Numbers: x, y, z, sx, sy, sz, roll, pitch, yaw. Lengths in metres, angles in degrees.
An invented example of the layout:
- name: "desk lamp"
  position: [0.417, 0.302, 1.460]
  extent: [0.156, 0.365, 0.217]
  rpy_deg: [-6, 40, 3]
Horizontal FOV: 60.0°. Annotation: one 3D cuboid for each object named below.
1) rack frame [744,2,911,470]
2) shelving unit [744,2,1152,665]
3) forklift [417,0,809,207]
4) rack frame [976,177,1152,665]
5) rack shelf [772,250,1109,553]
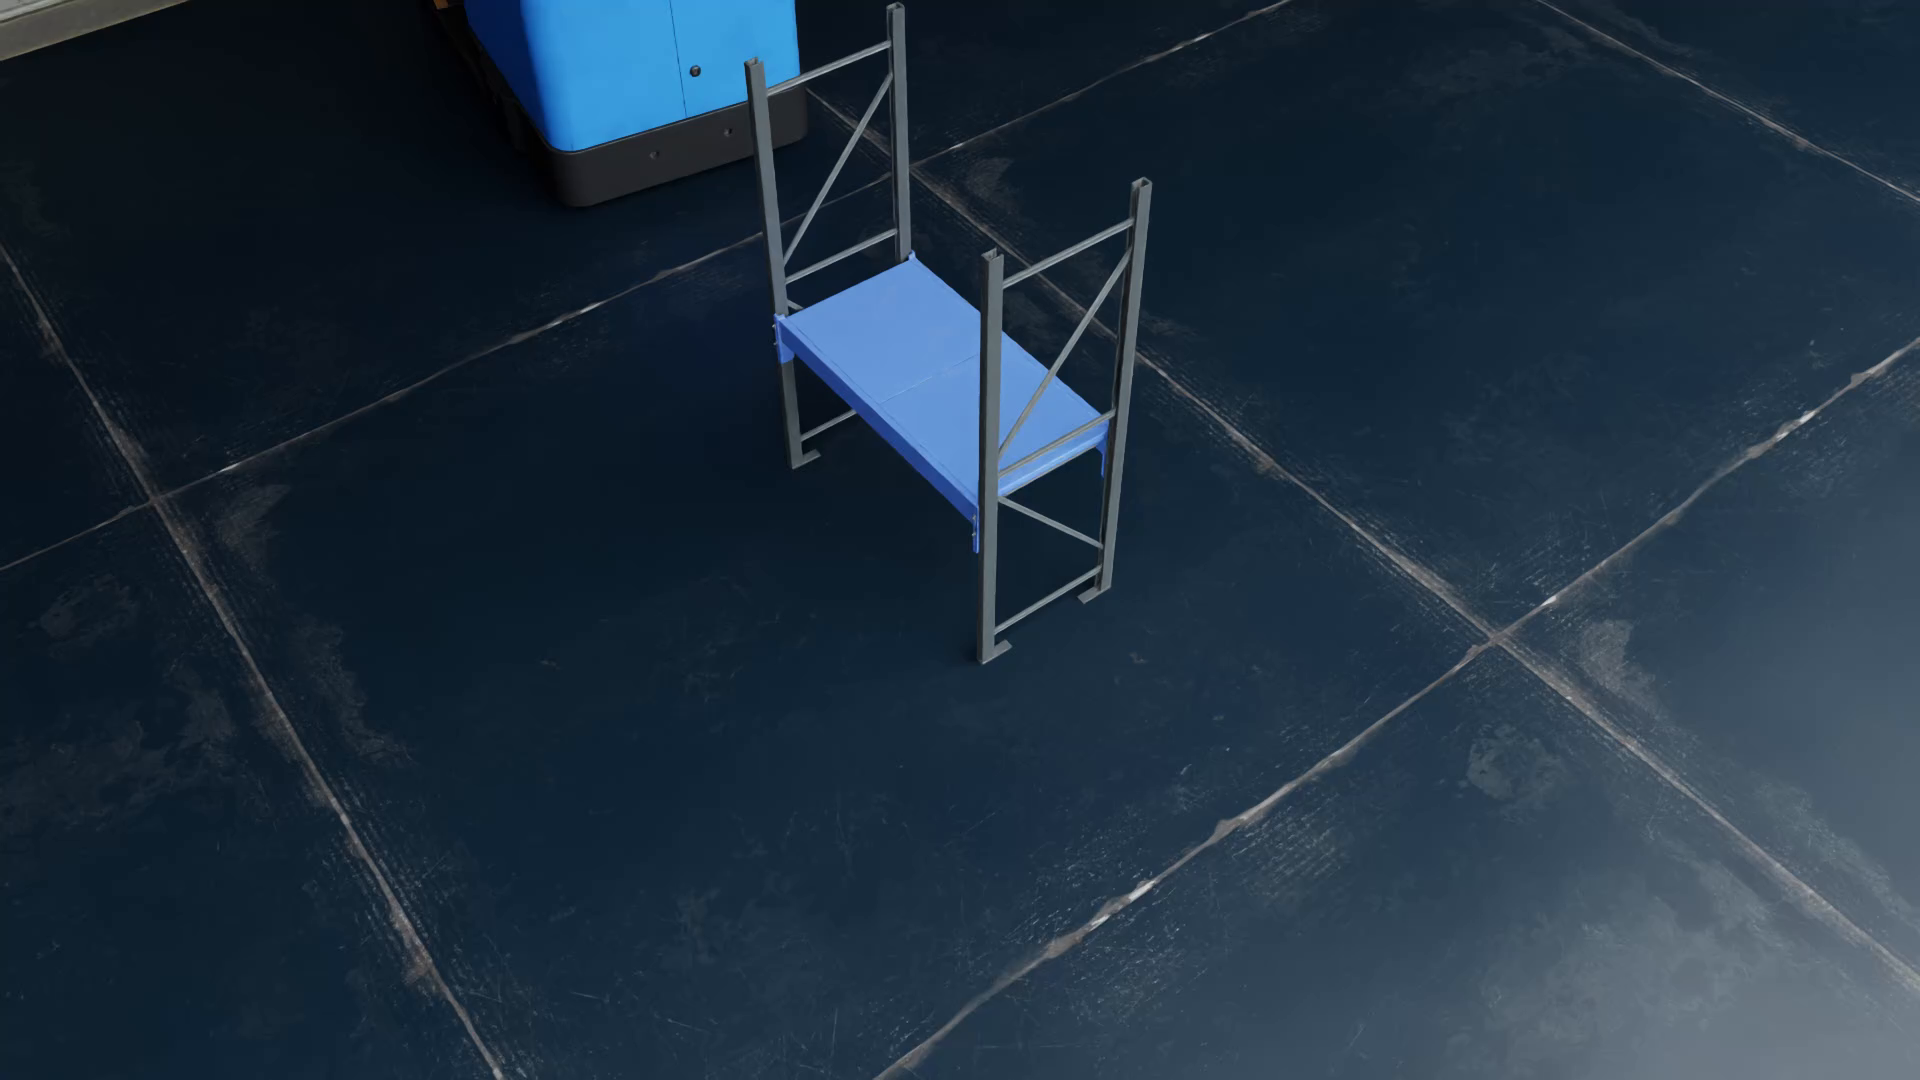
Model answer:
- name: "rack frame"
  position: [-0.359, -0.854, 5.012]
  extent: [0.500, 1.500, 0.032]
  rpy_deg: [-29, 54, -24]
- name: "shelving unit"
  position: [-0.052, -0.554, 4.740]
  extent: [0.538, 1.500, 1.048]
  rpy_deg: [-29, 54, -24]
- name: "forklift"
  position: [-1.757, -3.338, 6.298]
  extent: [1.130, 2.935, 3.031]
  rpy_deg: [-22, 52, -19]
- name: "rack frame"
  position: [0.256, -0.254, 4.468]
  extent: [0.500, 1.500, 0.032]
  rpy_deg: [-29, 54, -24]
- name: "rack shelf"
  position: [-0.052, -0.433, 4.873]
  extent: [0.538, 0.185, 1.000]
  rpy_deg: [-29, 54, -24]
